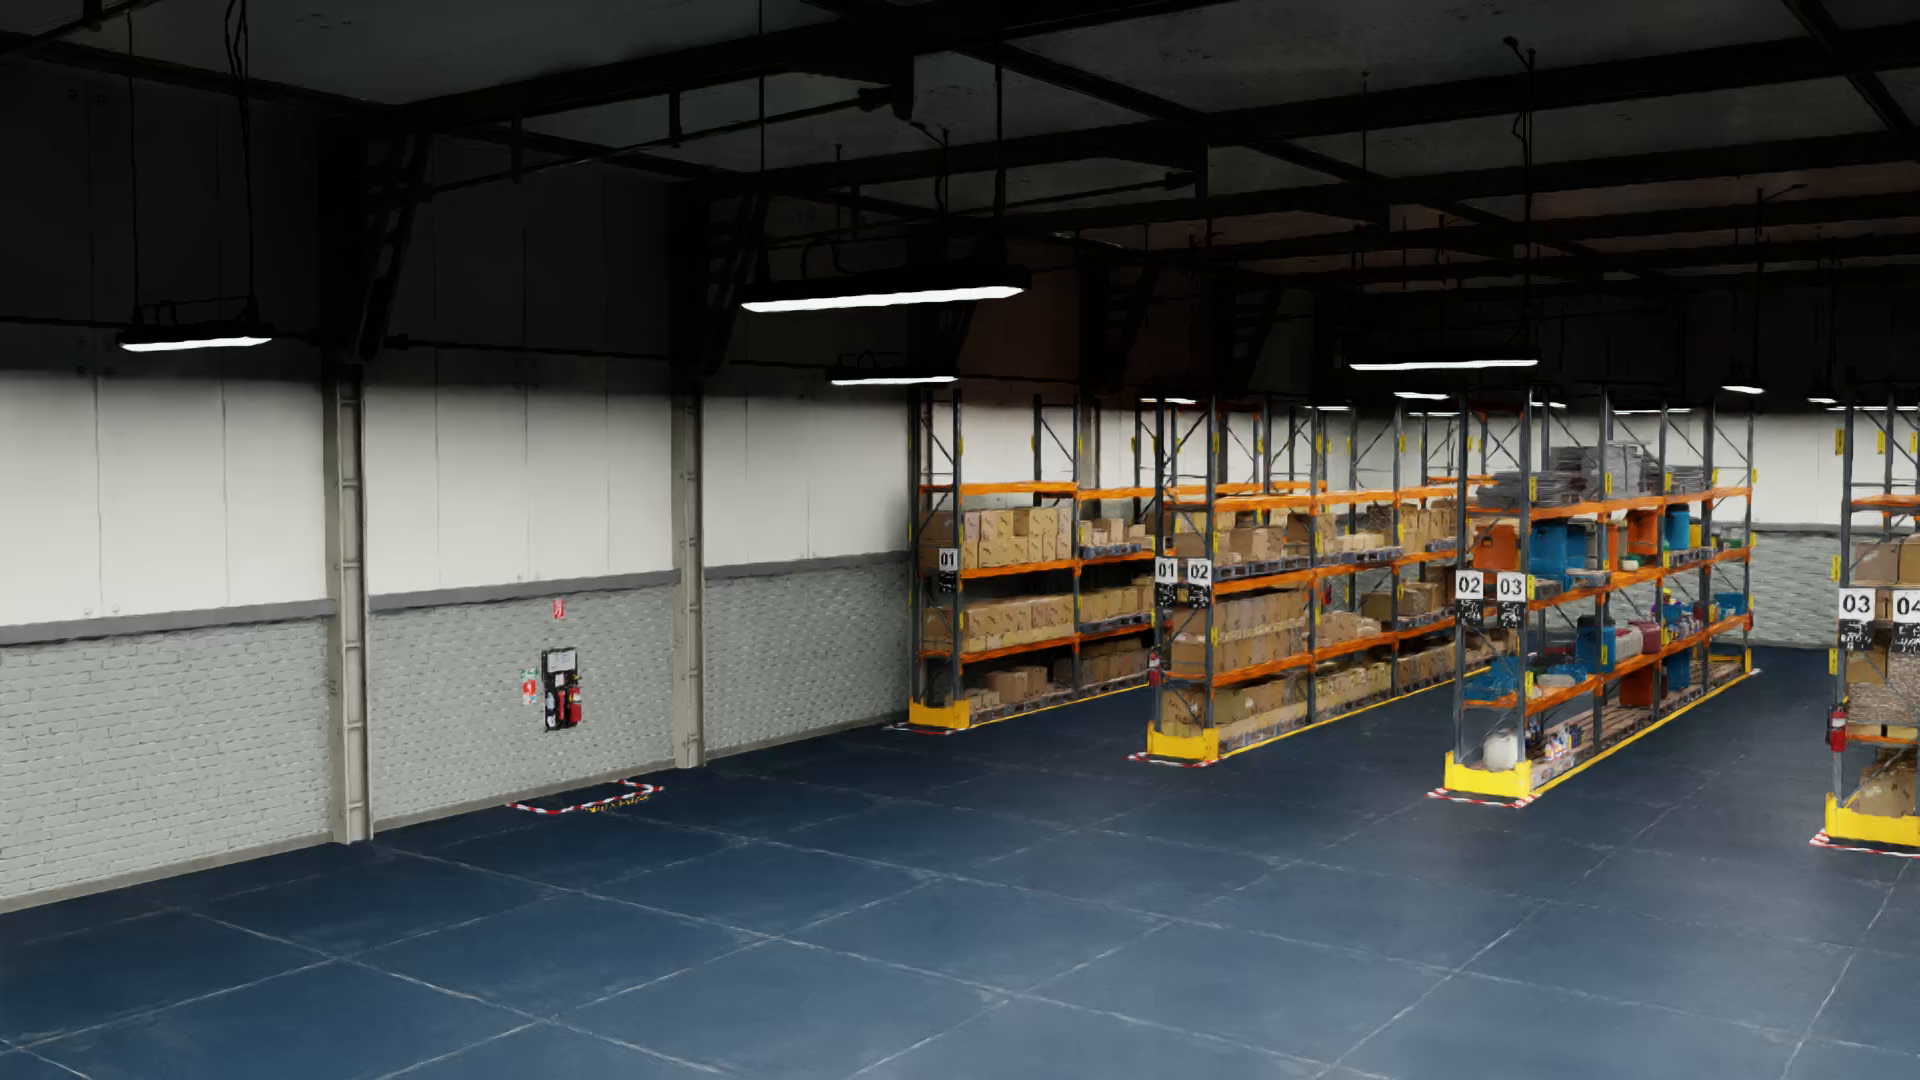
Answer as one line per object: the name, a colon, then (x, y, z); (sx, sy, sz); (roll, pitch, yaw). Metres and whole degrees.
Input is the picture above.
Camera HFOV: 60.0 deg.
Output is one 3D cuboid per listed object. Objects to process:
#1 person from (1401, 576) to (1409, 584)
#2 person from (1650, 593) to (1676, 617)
person: (11.428, 1.755, 42.578); (0.734, 1.629, 0.563); (-1, 3, -17)
person: (16.437, 1.966, 38.664); (0.734, 1.661, 0.835); (3, 4, 41)
